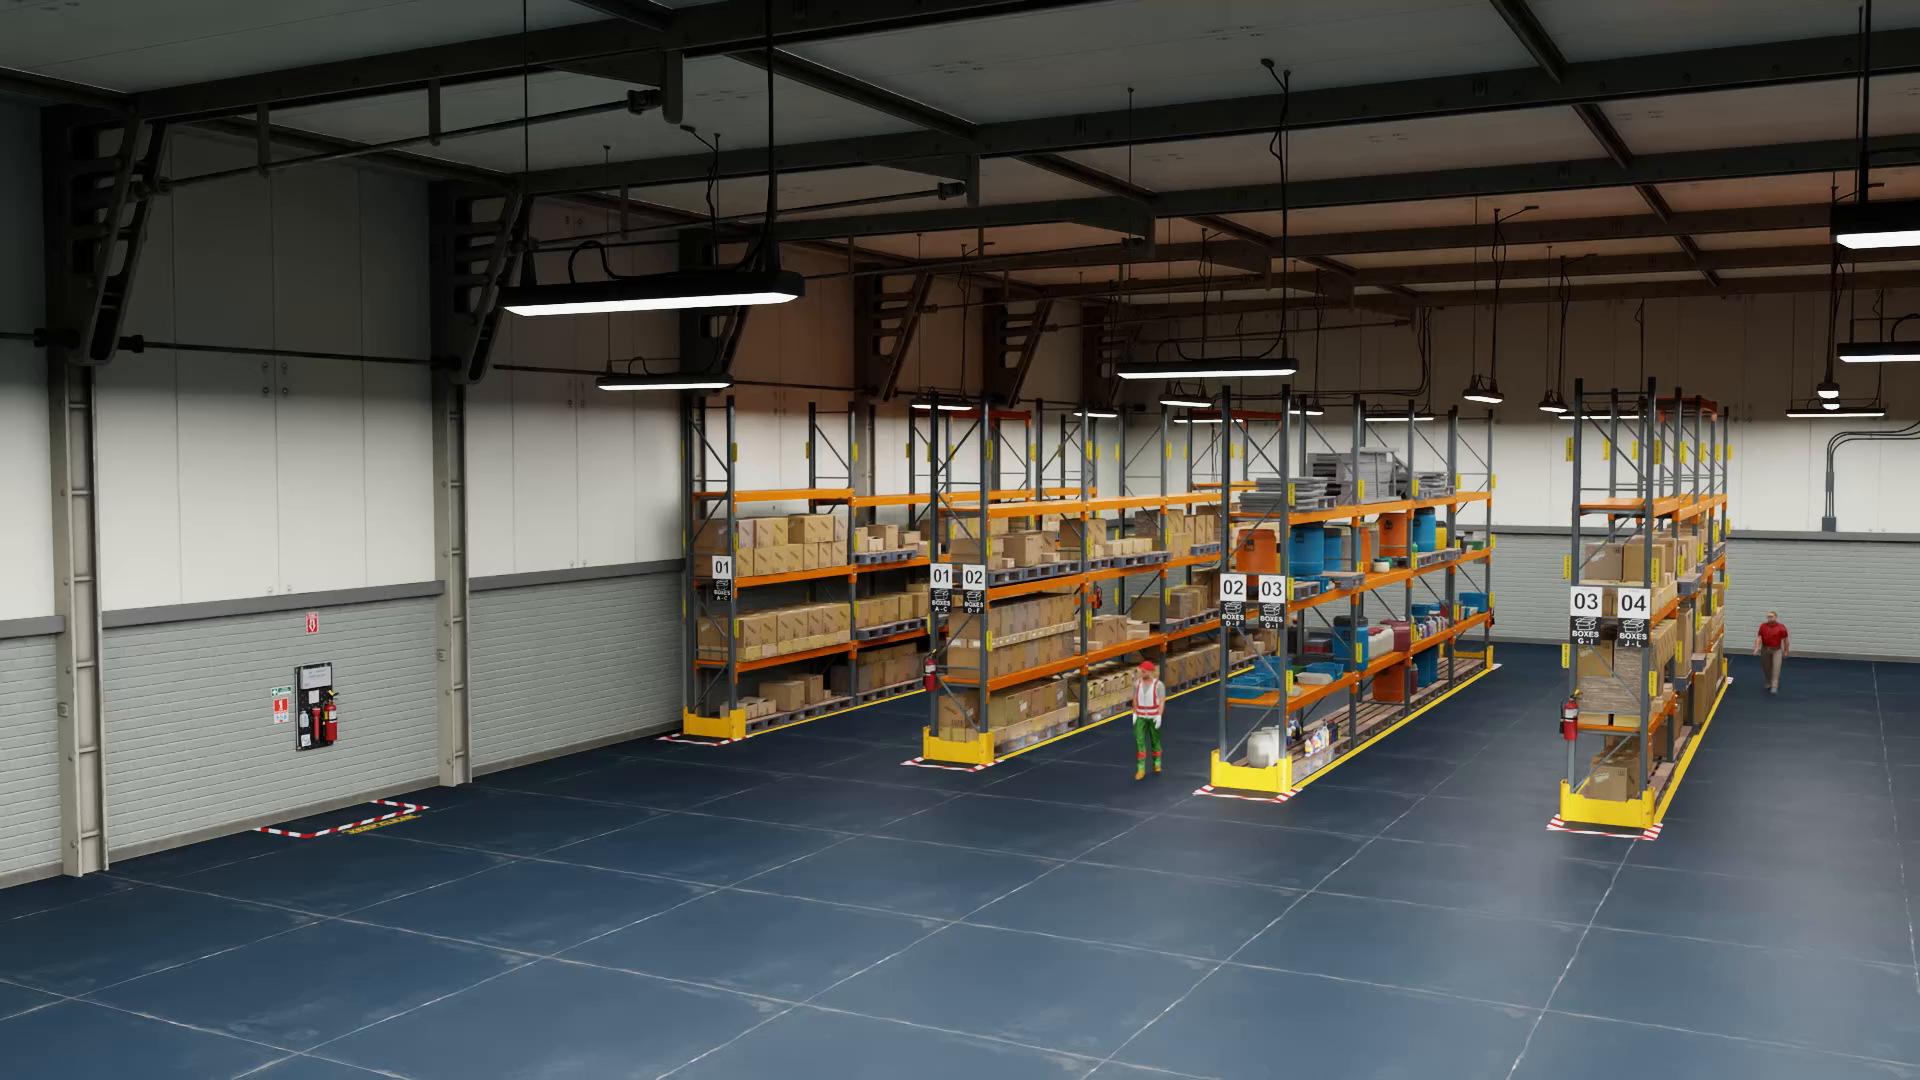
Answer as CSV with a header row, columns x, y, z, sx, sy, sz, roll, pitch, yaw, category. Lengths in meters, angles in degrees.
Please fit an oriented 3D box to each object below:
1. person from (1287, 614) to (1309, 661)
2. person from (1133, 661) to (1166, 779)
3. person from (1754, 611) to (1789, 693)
x,y,z,sx,sy,sz,roll,pitch,yaw,category
6.838,2.372,33.770,0.565,1.720,0.537,2,3,30,person
2.893,2.751,25.665,0.561,1.761,0.886,1,3,21,person
16.917,2.319,34.678,0.646,1.655,1.077,2,3,30,person
